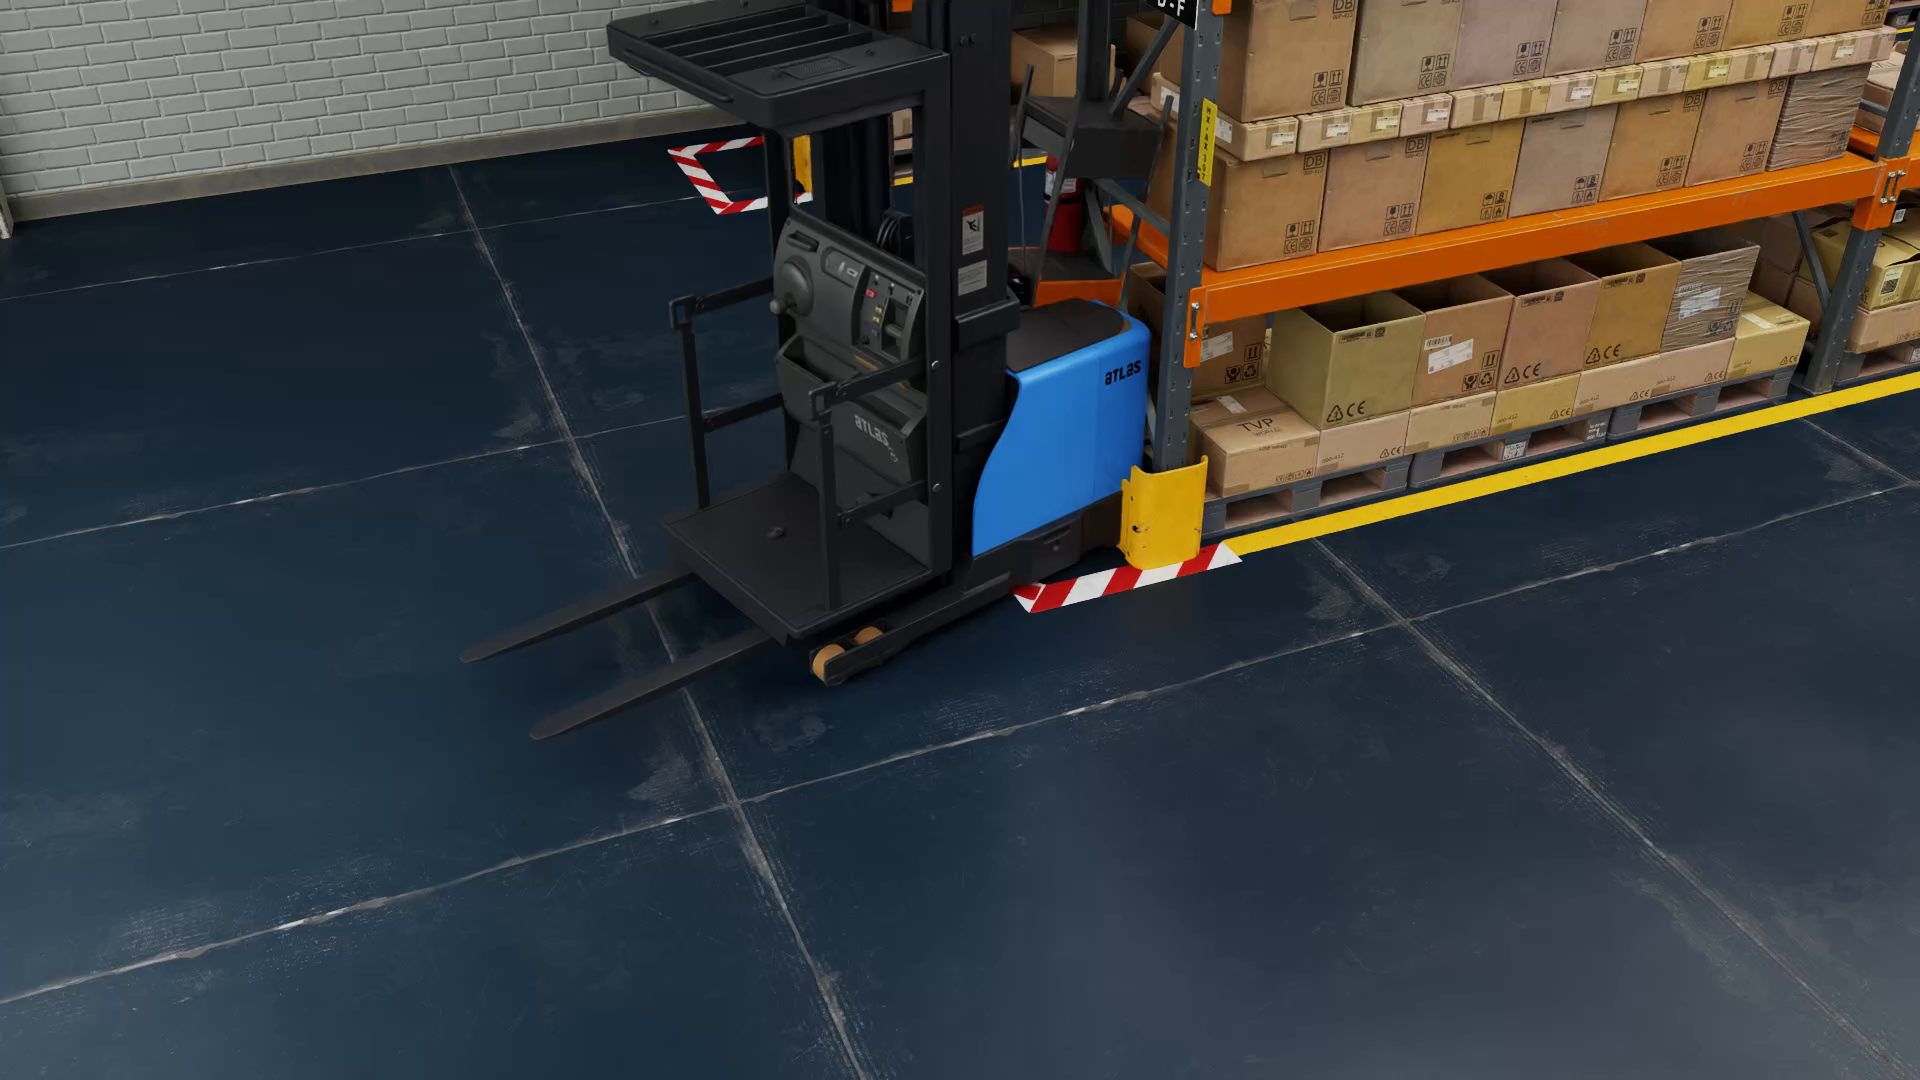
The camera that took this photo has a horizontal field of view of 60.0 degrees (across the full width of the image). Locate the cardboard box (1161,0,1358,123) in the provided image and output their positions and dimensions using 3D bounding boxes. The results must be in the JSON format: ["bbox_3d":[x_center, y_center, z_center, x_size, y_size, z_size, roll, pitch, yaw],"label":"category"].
[{"bbox_3d":[1.245,-2.134,6.998,0.500,0.500,0.700,-13,35,-19],"label":"cardboard box"}]

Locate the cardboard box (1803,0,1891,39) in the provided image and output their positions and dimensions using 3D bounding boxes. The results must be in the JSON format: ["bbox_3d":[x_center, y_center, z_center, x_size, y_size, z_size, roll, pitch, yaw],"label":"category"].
[{"bbox_3d":[4.042,-2.778,7.989,0.500,0.500,0.700,-13,35,-19],"label":"cardboard box"}]

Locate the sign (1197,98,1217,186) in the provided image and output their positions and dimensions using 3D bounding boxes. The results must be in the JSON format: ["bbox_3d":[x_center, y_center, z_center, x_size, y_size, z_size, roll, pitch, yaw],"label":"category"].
[{"bbox_3d":[0.970,-1.561,6.532,0.005,0.325,0.100,-13,35,-19],"label":"sign"}]

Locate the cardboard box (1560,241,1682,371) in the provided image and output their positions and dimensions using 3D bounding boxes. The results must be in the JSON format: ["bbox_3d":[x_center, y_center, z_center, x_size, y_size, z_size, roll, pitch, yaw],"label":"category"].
[{"bbox_3d":[3.181,-1.212,8.312,0.500,0.500,0.500,-13,35,-19],"label":"cardboard box"}]

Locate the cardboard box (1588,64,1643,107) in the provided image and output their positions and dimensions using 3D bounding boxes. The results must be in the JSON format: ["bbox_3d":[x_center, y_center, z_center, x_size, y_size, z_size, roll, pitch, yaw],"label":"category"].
[{"bbox_3d":[2.866,-2.113,7.561,0.250,0.149,0.380,-12,35,-17],"label":"cardboard box"}]

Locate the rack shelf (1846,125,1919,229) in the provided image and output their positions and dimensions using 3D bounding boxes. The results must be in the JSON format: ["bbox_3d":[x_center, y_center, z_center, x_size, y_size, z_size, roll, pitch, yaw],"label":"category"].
[{"bbox_3d":[6.293,-2.410,9.364,4.000,0.370,1.077,-13,35,-19],"label":"rack shelf"}]

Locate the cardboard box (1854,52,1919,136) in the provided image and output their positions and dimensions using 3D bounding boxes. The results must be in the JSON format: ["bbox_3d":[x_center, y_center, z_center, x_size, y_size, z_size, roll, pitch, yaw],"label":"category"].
[{"bbox_3d":[4.886,-2.353,8.753,0.500,0.250,0.500,-11,35,-16],"label":"cardboard box"}]

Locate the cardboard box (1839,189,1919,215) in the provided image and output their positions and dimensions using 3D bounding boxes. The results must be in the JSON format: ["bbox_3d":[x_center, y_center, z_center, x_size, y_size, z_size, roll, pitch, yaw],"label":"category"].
[{"bbox_3d":[5.188,-1.891,9.528,0.500,0.311,0.500,-12,35,-18],"label":"cardboard box"}]

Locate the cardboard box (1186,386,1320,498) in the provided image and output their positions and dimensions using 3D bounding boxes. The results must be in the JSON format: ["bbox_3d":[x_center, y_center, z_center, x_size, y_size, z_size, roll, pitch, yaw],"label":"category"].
[{"bbox_3d":[1.341,-0.470,7.858,0.500,0.250,0.500,-13,35,-19],"label":"cardboard box"}]

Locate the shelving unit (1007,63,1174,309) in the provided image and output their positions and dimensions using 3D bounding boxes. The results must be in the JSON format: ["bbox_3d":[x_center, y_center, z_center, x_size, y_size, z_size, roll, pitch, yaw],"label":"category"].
[{"bbox_3d":[0.393,-1.063,7.592,0.503,2.100,0.431,-7,35,-33],"label":"shelving unit"}]

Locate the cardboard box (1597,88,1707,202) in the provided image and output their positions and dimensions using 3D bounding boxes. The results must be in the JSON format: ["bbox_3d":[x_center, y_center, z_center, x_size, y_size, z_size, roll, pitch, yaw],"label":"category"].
[{"bbox_3d":[3.094,-2.016,8.006,0.500,0.500,0.700,-12,35,-18],"label":"cardboard box"}]

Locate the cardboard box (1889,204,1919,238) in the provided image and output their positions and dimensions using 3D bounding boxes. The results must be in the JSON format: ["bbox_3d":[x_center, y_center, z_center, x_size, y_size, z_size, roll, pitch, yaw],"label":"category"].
[{"bbox_3d":[5.390,-1.613,9.101,0.500,0.311,0.500,-13,35,-19],"label":"cardboard box"}]

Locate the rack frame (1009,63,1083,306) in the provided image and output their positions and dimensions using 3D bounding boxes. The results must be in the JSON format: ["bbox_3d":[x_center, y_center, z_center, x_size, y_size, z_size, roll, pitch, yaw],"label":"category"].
[{"bbox_3d":[0.189,-1.037,7.461,0.015,2.100,0.400,-7,35,-33],"label":"rack frame"}]

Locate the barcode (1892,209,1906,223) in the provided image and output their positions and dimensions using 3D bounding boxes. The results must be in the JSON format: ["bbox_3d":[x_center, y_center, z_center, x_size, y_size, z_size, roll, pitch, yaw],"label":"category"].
[{"bbox_3d":[4.845,-1.673,8.579,0.075,0.075,0.001,-13,35,-19],"label":"barcode"}]

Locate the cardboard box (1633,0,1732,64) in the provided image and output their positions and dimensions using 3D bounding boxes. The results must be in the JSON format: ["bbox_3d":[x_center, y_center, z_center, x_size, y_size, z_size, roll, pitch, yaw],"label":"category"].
[{"bbox_3d":[3.115,-2.566,7.662,0.500,0.500,0.700,-13,35,-19],"label":"cardboard box"}]

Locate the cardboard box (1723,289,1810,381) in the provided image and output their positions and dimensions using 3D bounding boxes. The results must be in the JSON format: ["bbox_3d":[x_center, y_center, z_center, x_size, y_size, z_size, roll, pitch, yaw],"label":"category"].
[{"bbox_3d":[4.106,-1.105,8.835,0.500,0.250,0.500,-13,35,-19],"label":"cardboard box"}]

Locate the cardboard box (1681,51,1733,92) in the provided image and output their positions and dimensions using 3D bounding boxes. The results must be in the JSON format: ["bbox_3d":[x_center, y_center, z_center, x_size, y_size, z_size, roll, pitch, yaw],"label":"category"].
[{"bbox_3d":[3.342,-2.224,7.732,0.250,0.149,0.380,-13,35,-19],"label":"cardboard box"}]

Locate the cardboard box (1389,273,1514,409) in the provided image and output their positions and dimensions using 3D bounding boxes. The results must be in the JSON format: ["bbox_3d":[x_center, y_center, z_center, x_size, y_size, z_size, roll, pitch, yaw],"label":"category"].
[{"bbox_3d":[2.258,-1.003,7.989,0.500,0.500,0.500,-13,35,-19],"label":"cardboard box"}]

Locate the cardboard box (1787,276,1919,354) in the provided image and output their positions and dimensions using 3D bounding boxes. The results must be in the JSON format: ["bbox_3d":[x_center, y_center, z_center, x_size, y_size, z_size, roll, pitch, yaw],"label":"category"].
[{"bbox_3d":[4.917,-1.274,9.093,0.500,0.250,0.500,-14,35,-20],"label":"cardboard box"}]

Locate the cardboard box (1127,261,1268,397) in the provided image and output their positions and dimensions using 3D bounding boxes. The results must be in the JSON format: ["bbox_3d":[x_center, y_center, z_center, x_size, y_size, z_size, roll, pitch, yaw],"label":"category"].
[{"bbox_3d":[1.140,-1.046,8.055,0.500,0.500,0.500,-13,35,-19],"label":"cardboard box"}]

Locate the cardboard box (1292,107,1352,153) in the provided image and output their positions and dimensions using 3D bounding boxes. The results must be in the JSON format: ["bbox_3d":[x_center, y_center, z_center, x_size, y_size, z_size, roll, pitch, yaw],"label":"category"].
[{"bbox_3d":[1.448,-1.791,7.065,0.250,0.149,0.380,-14,36,-20],"label":"cardboard box"}]

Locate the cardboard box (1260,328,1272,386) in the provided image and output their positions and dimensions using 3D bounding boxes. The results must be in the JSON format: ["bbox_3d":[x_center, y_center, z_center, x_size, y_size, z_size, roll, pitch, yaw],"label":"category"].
[{"bbox_3d":[1.597,-0.842,8.430,0.500,0.250,0.500,-13,35,-19],"label":"cardboard box"}]

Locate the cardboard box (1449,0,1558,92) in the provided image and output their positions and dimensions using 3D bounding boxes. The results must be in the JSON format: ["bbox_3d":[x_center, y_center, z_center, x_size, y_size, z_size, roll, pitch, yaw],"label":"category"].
[{"bbox_3d":[2.192,-2.355,7.337,0.500,0.500,0.700,-13,35,-19],"label":"cardboard box"}]

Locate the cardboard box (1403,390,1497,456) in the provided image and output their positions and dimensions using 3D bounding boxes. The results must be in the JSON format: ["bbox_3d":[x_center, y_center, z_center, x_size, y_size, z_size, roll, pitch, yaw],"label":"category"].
[{"bbox_3d":[2.262,-0.683,8.185,0.500,0.250,0.500,-13,35,-19],"label":"cardboard box"}]

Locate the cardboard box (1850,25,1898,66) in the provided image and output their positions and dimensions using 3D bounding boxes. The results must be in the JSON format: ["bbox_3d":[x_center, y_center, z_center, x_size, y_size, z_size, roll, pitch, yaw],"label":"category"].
[{"bbox_3d":[4.281,-2.438,8.061,0.250,0.149,0.380,-13,35,-19],"label":"cardboard box"}]

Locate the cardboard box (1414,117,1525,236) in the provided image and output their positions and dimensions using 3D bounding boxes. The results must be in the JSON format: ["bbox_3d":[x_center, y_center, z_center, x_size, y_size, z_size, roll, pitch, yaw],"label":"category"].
[{"bbox_3d":[2.138,-1.794,7.666,0.500,0.500,0.700,-13,35,-19],"label":"cardboard box"}]

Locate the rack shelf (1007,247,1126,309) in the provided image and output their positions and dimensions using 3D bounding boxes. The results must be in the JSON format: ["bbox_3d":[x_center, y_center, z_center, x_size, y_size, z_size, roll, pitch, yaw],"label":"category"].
[{"bbox_3d":[0.390,-1.052,7.599,0.480,0.518,0.431,-7,35,-33],"label":"rack shelf"}]

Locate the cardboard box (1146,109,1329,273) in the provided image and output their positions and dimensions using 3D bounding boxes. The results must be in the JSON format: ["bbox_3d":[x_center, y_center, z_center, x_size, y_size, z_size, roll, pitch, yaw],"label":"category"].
[{"bbox_3d":[1.196,-1.579,7.335,0.500,0.500,0.700,-13,35,-19],"label":"cardboard box"}]

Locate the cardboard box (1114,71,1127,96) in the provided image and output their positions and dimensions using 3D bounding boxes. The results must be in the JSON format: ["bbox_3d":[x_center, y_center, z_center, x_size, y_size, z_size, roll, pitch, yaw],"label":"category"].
[{"bbox_3d":[1.045,-3.442,12.500,0.250,0.149,0.380,-16,36,-23],"label":"cardboard box"}]

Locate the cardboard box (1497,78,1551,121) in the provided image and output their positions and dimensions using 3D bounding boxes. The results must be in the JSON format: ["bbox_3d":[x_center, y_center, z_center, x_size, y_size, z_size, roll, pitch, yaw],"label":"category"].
[{"bbox_3d":[2.392,-2.006,7.397,0.250,0.149,0.380,-13,35,-20],"label":"cardboard box"}]

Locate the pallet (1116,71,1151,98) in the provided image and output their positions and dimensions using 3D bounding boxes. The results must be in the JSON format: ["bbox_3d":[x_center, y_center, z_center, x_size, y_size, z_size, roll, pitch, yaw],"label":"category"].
[{"bbox_3d":[1.922,-3.451,12.861,1.213,0.211,1.003,-13,35,-19],"label":"pallet"}]

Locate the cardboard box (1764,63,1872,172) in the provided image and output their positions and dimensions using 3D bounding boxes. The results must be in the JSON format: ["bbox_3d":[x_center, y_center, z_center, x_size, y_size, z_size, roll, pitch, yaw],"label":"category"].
[{"bbox_3d":[4.042,-2.235,8.342,0.500,0.500,0.700,-14,36,-20],"label":"cardboard box"}]

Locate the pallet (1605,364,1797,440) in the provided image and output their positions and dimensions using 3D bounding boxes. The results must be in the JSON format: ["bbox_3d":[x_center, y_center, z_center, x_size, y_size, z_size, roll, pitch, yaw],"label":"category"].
[{"bbox_3d":[3.699,-0.974,9.053,1.213,0.211,1.003,-13,35,-19],"label":"pallet"}]

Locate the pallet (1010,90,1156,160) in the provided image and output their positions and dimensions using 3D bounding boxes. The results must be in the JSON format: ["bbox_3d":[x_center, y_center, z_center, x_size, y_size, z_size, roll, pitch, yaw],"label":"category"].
[{"bbox_3d":[0.795,-3.192,12.462,1.213,0.211,1.003,-13,35,-19],"label":"pallet"}]

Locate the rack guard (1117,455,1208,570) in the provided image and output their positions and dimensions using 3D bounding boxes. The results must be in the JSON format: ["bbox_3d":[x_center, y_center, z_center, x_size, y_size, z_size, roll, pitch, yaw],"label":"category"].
[{"bbox_3d":[0.738,-0.392,7.894,0.348,0.500,1.175,-13,35,-19],"label":"rack guard"}]

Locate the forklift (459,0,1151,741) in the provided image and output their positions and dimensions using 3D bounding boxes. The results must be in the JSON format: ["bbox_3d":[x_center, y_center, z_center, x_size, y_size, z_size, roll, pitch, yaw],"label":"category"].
[{"bbox_3d":[-0.615,-0.957,6.534,3.031,2.935,1.130,-24,40,-32],"label":"forklift"}]

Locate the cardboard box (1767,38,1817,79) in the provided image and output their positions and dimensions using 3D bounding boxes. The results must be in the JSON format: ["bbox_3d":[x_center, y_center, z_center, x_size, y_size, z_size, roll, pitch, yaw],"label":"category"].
[{"bbox_3d":[3.812,-2.331,7.895,0.250,0.149,0.380,-14,36,-20],"label":"cardboard box"}]

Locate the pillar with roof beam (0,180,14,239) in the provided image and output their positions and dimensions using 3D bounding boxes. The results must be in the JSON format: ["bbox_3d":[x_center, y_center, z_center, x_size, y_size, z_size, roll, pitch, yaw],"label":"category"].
[{"bbox_3d":[-4.716,-3.601,5.033,0.400,9.000,9.100,-13,35,-19],"label":"pillar with roof beam"}]

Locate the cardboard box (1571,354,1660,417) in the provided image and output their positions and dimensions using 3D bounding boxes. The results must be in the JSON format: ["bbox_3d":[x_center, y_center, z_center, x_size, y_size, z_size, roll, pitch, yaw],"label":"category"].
[{"bbox_3d":[3.186,-0.892,8.506,0.500,0.250,0.500,-13,35,-19],"label":"cardboard box"}]

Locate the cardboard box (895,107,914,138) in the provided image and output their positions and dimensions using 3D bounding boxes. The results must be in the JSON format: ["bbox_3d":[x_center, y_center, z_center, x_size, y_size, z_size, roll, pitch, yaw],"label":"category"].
[{"bbox_3d":[-0.488,-3.093,11.816,0.500,0.311,0.500,-17,37,-24],"label":"cardboard box"}]

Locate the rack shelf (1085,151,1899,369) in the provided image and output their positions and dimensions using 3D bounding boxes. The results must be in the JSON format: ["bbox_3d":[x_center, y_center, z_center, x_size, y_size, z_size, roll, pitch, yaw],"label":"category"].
[{"bbox_3d":[2.605,-1.566,8.066,4.000,0.370,1.077,-13,35,-19],"label":"rack shelf"}]

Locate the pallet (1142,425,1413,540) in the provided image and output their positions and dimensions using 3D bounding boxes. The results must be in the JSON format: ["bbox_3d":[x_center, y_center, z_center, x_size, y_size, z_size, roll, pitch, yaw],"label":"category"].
[{"bbox_3d":[1.450,-0.459,8.262,1.213,0.211,1.003,-13,35,-19],"label":"pallet"}]

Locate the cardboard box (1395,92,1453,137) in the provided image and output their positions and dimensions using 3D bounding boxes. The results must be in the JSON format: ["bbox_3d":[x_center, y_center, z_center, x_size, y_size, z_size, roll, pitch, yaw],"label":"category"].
[{"bbox_3d":[1.912,-1.895,7.225,0.250,0.149,0.380,-13,35,-20],"label":"cardboard box"}]
